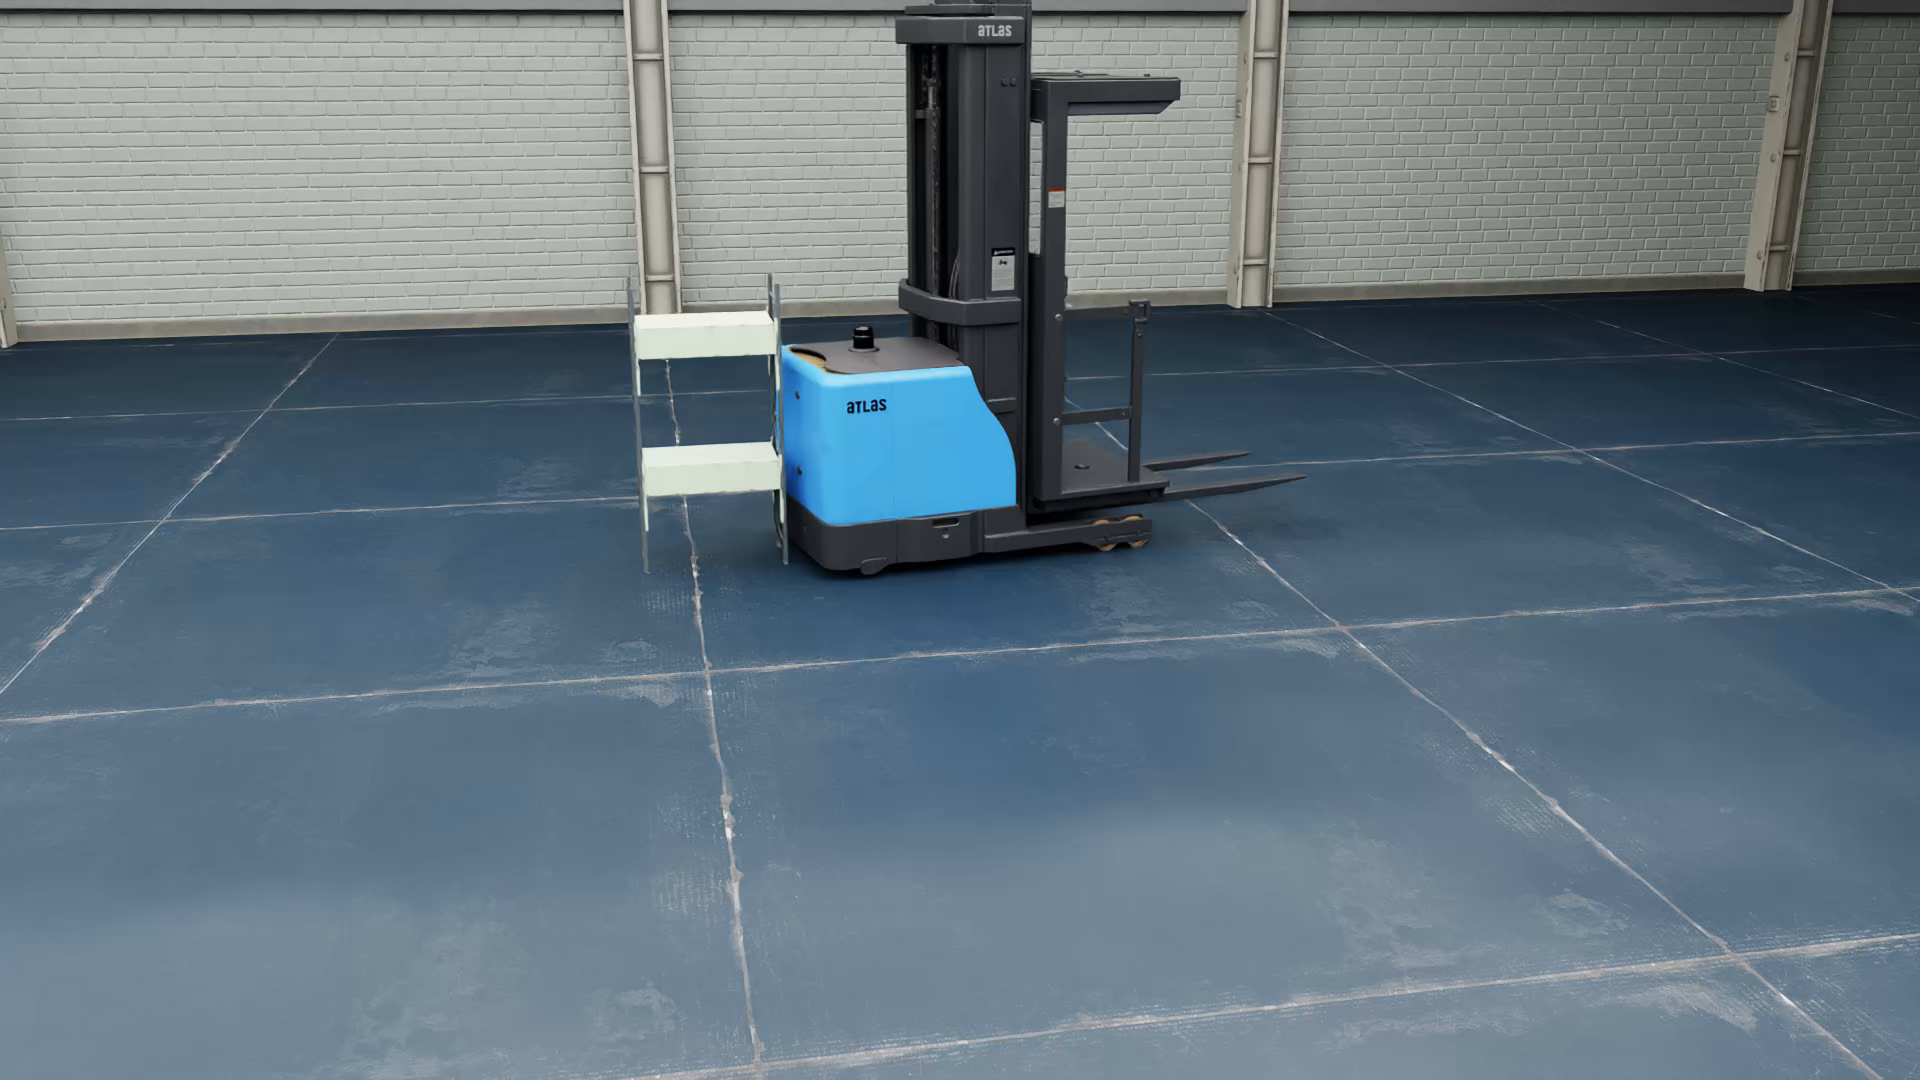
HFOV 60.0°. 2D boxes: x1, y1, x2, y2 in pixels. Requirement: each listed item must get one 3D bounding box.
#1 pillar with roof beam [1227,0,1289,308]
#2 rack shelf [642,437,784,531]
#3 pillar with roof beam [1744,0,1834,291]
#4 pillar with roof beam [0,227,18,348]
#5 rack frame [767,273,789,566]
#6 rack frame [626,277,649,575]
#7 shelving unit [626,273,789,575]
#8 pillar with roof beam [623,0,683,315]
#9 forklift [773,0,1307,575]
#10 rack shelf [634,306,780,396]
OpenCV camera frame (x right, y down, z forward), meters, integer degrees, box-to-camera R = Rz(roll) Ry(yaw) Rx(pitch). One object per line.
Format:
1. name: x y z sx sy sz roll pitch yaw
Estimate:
1. pillar with roof beam: 3.814 -5.495 11.876 0.400 9.000 9.100 -3 17 -10
2. rack shelf: -1.326 -0.304 8.856 0.720 0.370 0.431 -4 17 -12
3. pillar with roof beam: 9.705 -5.829 12.964 0.400 9.000 9.100 -3 17 -10
4. pillar with roof beam: -7.968 -4.827 9.700 0.400 9.000 9.100 -3 17 -10
5. rack frame: -0.968 -0.638 8.834 0.023 1.500 0.400 -4 17 -12
6. rack frame: -1.684 -0.593 8.687 0.023 1.500 0.400 -4 17 -12
7. shelving unit: -1.326 -0.615 8.760 0.755 1.500 0.431 -4 17 -12
8. pillar with roof beam: -2.077 -5.161 10.788 0.400 9.000 9.100 -3 17 -10
9. forklift: 0.516 -1.480 9.140 3.031 2.935 1.130 -7 18 -22
10. rack shelf: -1.326 -0.988 8.646 0.720 0.370 0.431 -4 17 -12
